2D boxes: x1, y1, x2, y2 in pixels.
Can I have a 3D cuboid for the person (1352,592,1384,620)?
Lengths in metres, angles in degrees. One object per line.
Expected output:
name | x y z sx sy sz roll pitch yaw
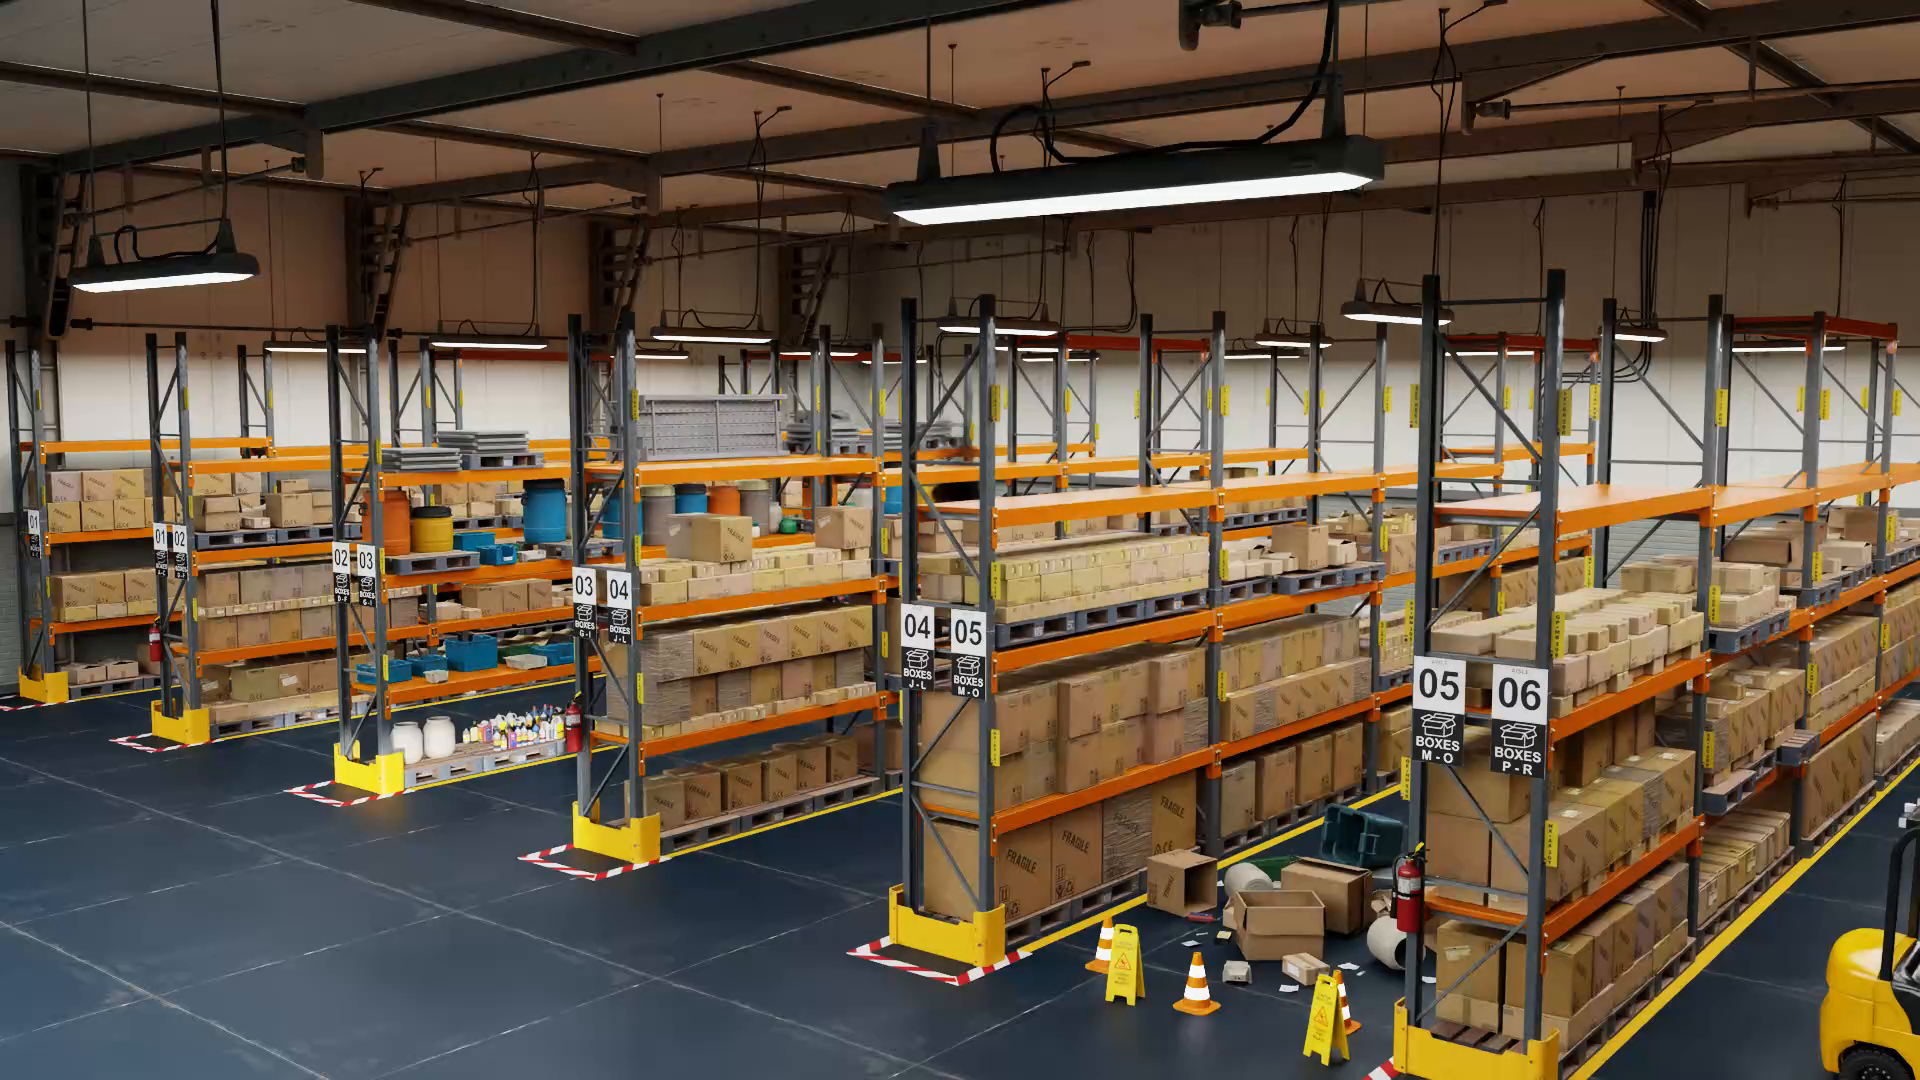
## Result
person | 7.286 1.675 29.670 0.636 1.679 0.807 3 6 32
